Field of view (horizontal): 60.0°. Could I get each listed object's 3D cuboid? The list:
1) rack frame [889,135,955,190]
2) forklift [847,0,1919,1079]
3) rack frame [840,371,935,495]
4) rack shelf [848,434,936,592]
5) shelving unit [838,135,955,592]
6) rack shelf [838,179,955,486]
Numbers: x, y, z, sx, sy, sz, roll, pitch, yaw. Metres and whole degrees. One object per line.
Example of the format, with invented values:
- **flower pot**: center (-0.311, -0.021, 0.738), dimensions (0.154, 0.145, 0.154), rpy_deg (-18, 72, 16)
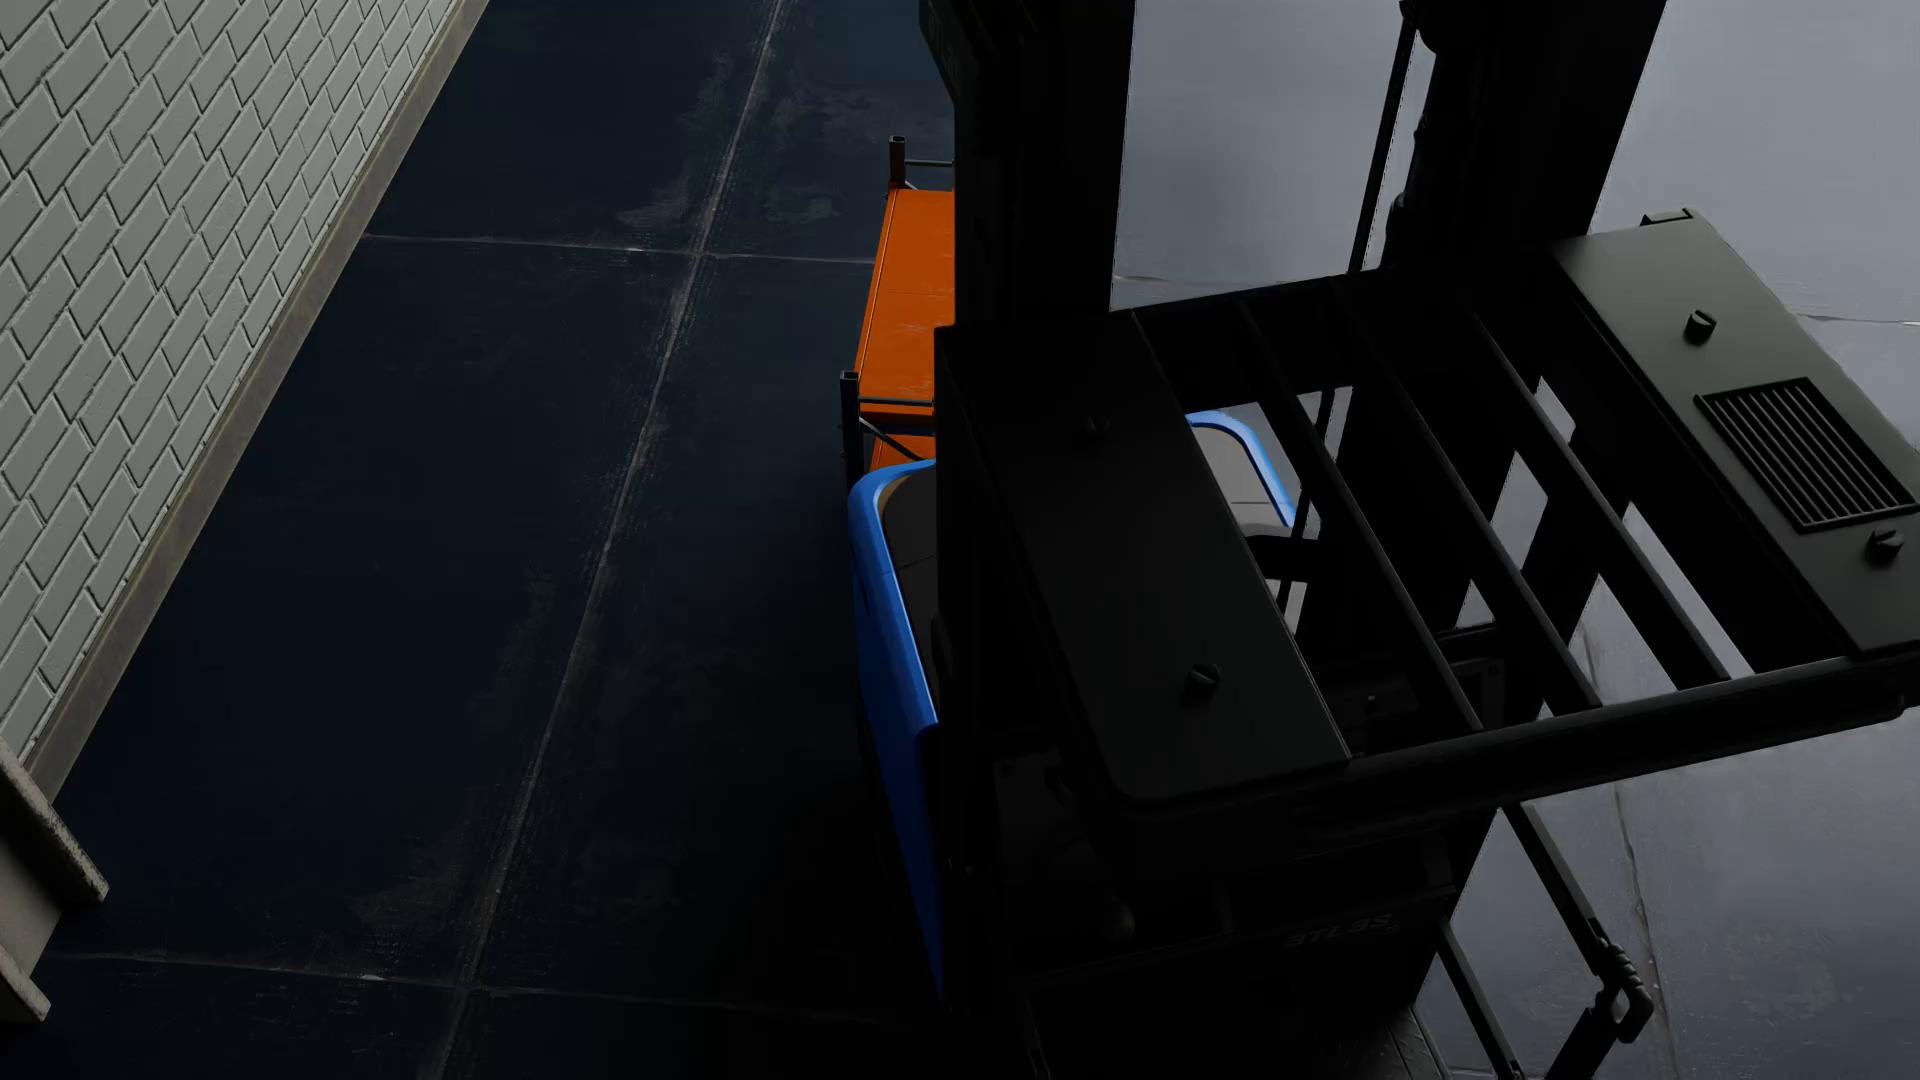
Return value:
- **rack frame**: center (0.047, -0.758, 5.181), dimensions (0.500, 1.125, 0.032), rpy_deg (4, 48, 4)
- **forklift**: center (0.565, 0.546, 2.764), dimensions (1.130, 2.935, 3.031), rpy_deg (-10, 48, -9)
- **rack frame**: center (-0.046, -0.011, 4.498), dimensions (0.500, 1.125, 0.032), rpy_deg (4, 48, 4)
- **rack shelf**: center (0.001, -0.220, 5.020), dimensions (0.538, 0.278, 1.000), rpy_deg (4, 48, 4)
- **shelving unit**: center (0.001, -0.385, 4.839), dimensions (0.538, 1.125, 1.048), rpy_deg (4, 48, 4)
- **rack shelf**: center (0.001, -0.582, 4.623), dimensions (0.538, 0.278, 1.000), rpy_deg (4, 48, 4)
